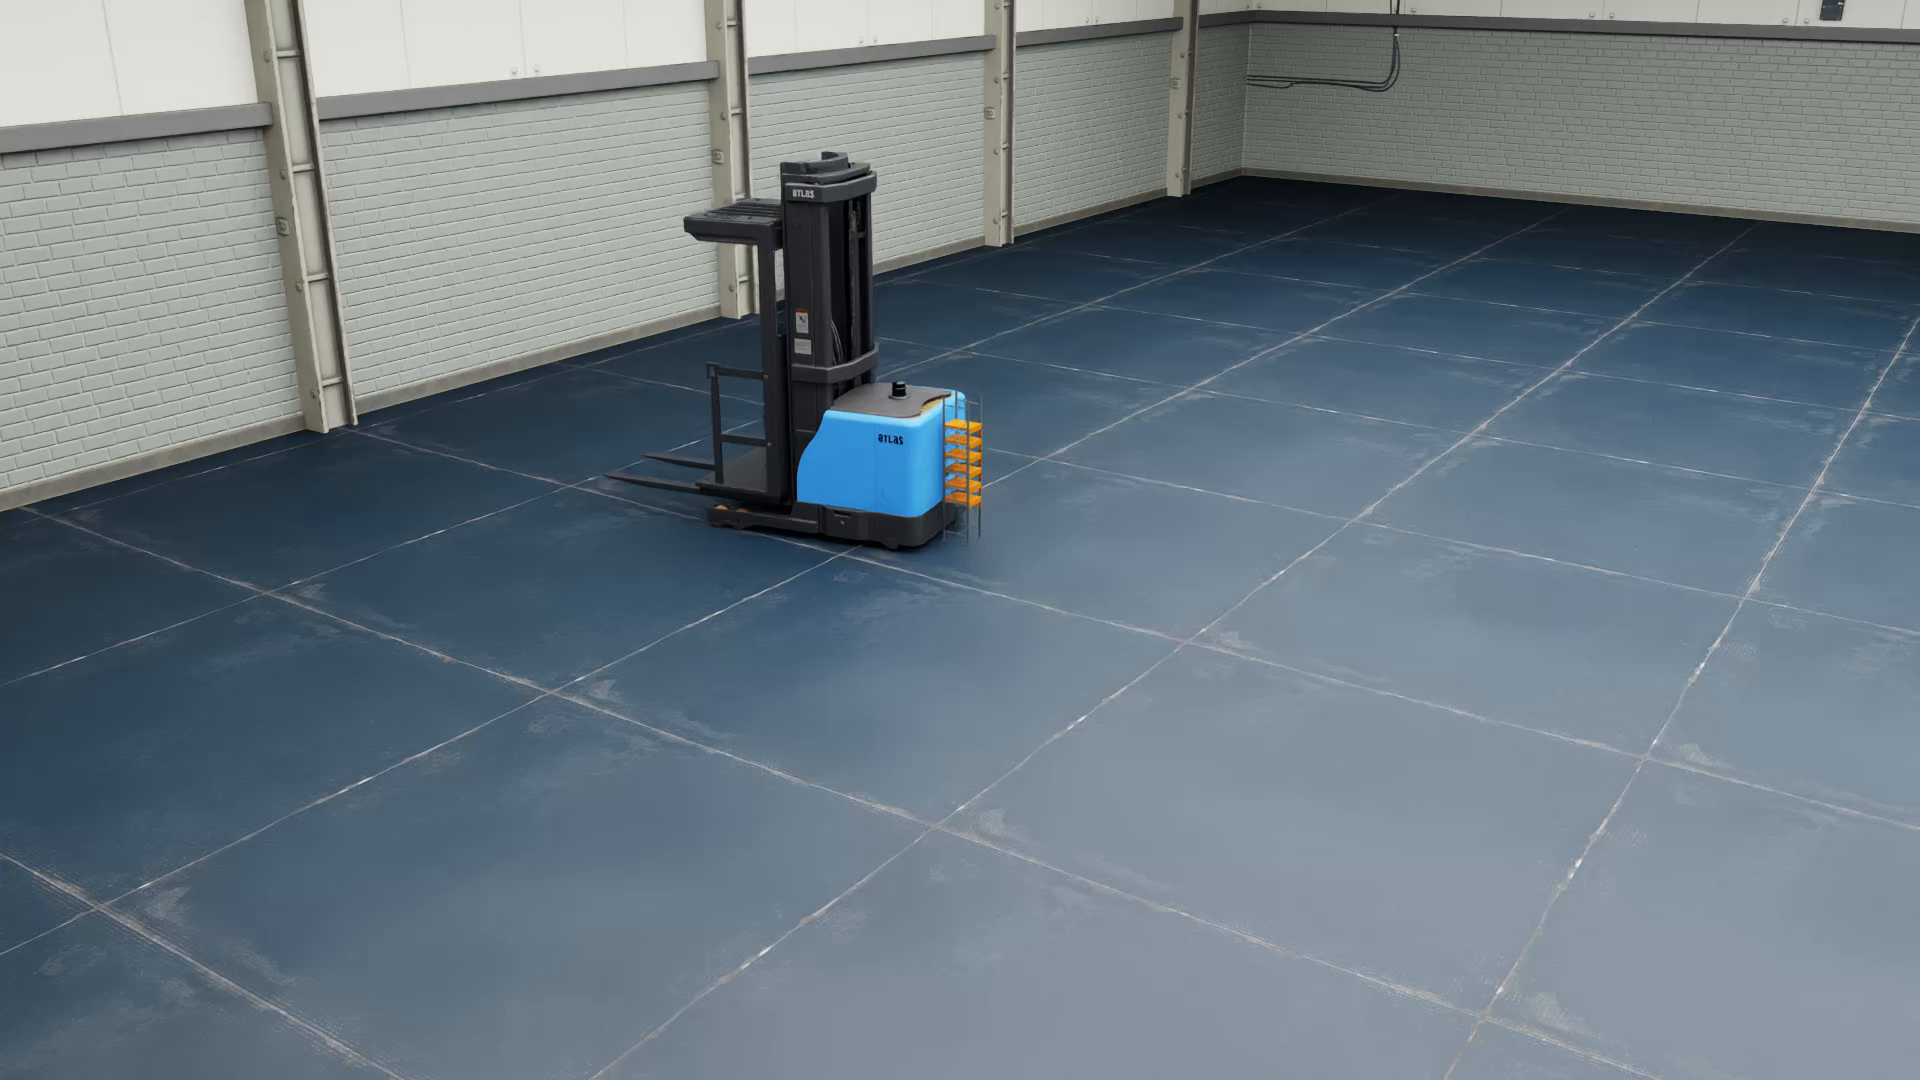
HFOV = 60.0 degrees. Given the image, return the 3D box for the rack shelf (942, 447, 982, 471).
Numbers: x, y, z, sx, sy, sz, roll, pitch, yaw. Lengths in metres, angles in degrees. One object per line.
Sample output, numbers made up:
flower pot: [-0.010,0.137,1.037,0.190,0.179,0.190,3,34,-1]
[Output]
rack shelf: [0.016,-0.637,13.039,0.258,0.103,0.180,12,23,30]

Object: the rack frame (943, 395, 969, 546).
rack frame: [-0.032,-0.539,12.992,0.240,1.200,0.006,12,23,30]

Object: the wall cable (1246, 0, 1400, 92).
wall cable: [6.714,-9.632,30.810,3.097,2.526,0.112,13,24,32]

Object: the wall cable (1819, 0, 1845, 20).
wall cable: [14.557,-10.828,24.664,2.305,6.003,0.169,13,24,32]

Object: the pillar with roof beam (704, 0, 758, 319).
pillar with roof beam: [0.779,-6.219,17.106,9.100,9.000,0.400,13,24,32]

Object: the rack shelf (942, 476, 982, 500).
rack shelf: [0.016,-0.412,13.122,0.258,0.103,0.180,12,23,30]

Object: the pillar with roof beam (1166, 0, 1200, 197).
pillar with roof beam: [7.525,-9.662,26.414,9.100,9.000,0.400,13,24,32]

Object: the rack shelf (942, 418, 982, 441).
rack shelf: [0.017,-0.862,12.956,0.258,0.103,0.180,12,23,30]

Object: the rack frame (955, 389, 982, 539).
rack frame: [0.065,-0.593,13.138,0.240,1.200,0.006,12,23,30]

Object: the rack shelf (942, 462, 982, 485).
rack shelf: [0.016,-0.524,13.080,0.258,0.103,0.180,12,23,30]

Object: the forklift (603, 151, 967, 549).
forklift: [-1.508,-1.619,13.416,3.031,2.935,1.130,8,22,22]

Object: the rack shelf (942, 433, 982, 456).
rack shelf: [0.016,-0.749,12.997,0.258,0.103,0.180,12,23,30]

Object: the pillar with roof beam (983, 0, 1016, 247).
pillar with roof beam: [4.152,-7.940,21.760,9.100,9.000,0.400,13,24,32]

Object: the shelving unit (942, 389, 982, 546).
shelving unit: [0.016,-0.566,13.065,0.258,1.200,0.189,12,23,30]

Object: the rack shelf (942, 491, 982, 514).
rack shelf: [0.016,-0.299,13.163,0.258,0.103,0.180,12,23,30]

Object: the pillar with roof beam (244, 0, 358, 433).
pillar with roof beam: [-2.594,-4.497,12.451,9.100,9.000,0.400,13,24,32]
